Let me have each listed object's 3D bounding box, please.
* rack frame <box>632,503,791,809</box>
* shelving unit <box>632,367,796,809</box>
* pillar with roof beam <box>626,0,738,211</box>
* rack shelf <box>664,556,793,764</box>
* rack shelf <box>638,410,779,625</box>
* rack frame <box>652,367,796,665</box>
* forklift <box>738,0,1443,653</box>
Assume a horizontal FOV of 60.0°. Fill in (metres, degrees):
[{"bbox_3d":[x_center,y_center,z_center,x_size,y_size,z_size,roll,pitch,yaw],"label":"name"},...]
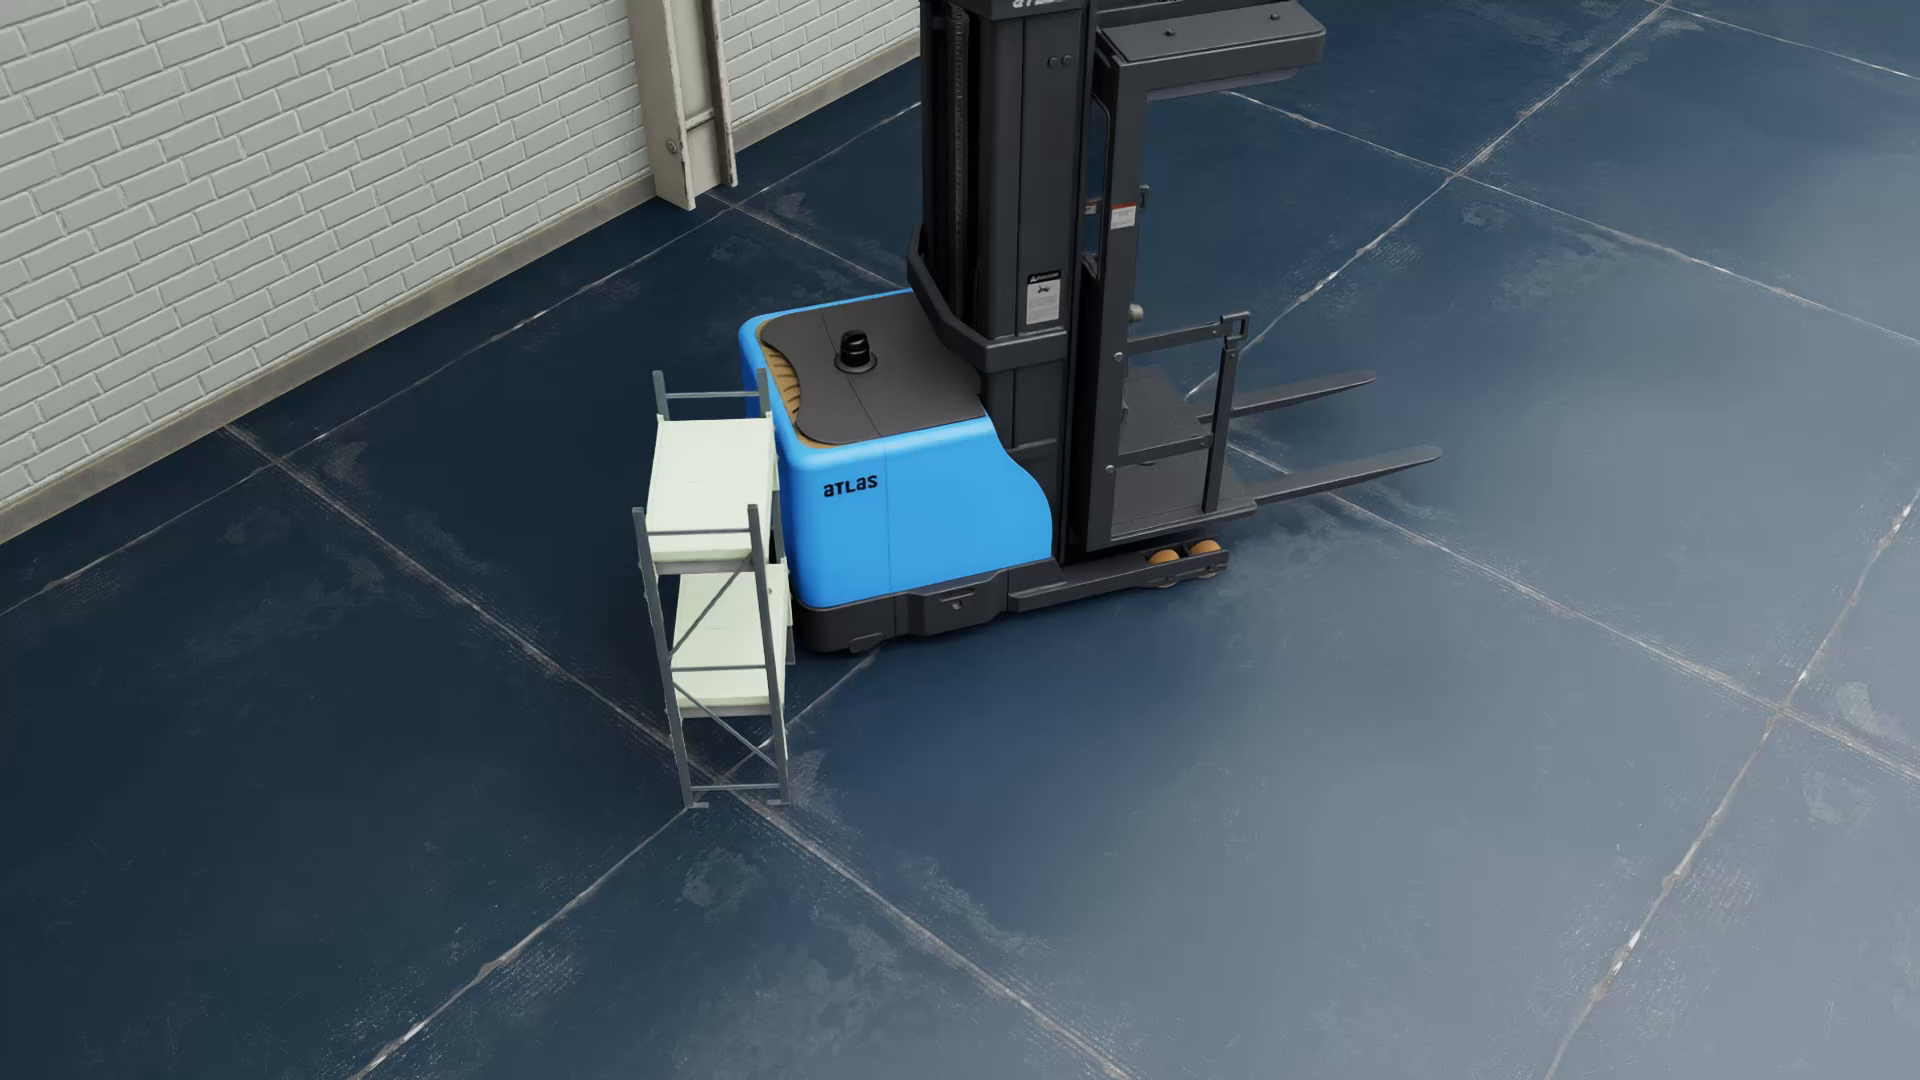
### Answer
[{"bbox_3d":[-0.846,0.451,5.820,0.400,1.500,0.023,-2,42,-2],"label":"rack frame"},{"bbox_3d":[-0.863,0.205,6.091,0.431,1.500,0.755,-2,42,-2],"label":"shelving unit"},{"bbox_3d":[1.757,-3.513,4.607,9.100,9.000,0.400,29,50,28],"label":"pillar with roof beam"},{"bbox_3d":[-0.863,0.447,6.310,0.431,0.370,0.720,-2,42,-2],"label":"rack shelf"},{"bbox_3d":[-0.864,-0.083,5.828,0.431,0.370,0.720,-2,42,-2],"label":"rack shelf"},{"bbox_3d":[-0.881,-0.041,6.361,0.400,1.500,0.023,-2,42,-2],"label":"rack frame"},{"bbox_3d":[0.648,-1.204,6.578,3.031,2.935,1.130,-12,44,-13],"label":"forklift"}]
